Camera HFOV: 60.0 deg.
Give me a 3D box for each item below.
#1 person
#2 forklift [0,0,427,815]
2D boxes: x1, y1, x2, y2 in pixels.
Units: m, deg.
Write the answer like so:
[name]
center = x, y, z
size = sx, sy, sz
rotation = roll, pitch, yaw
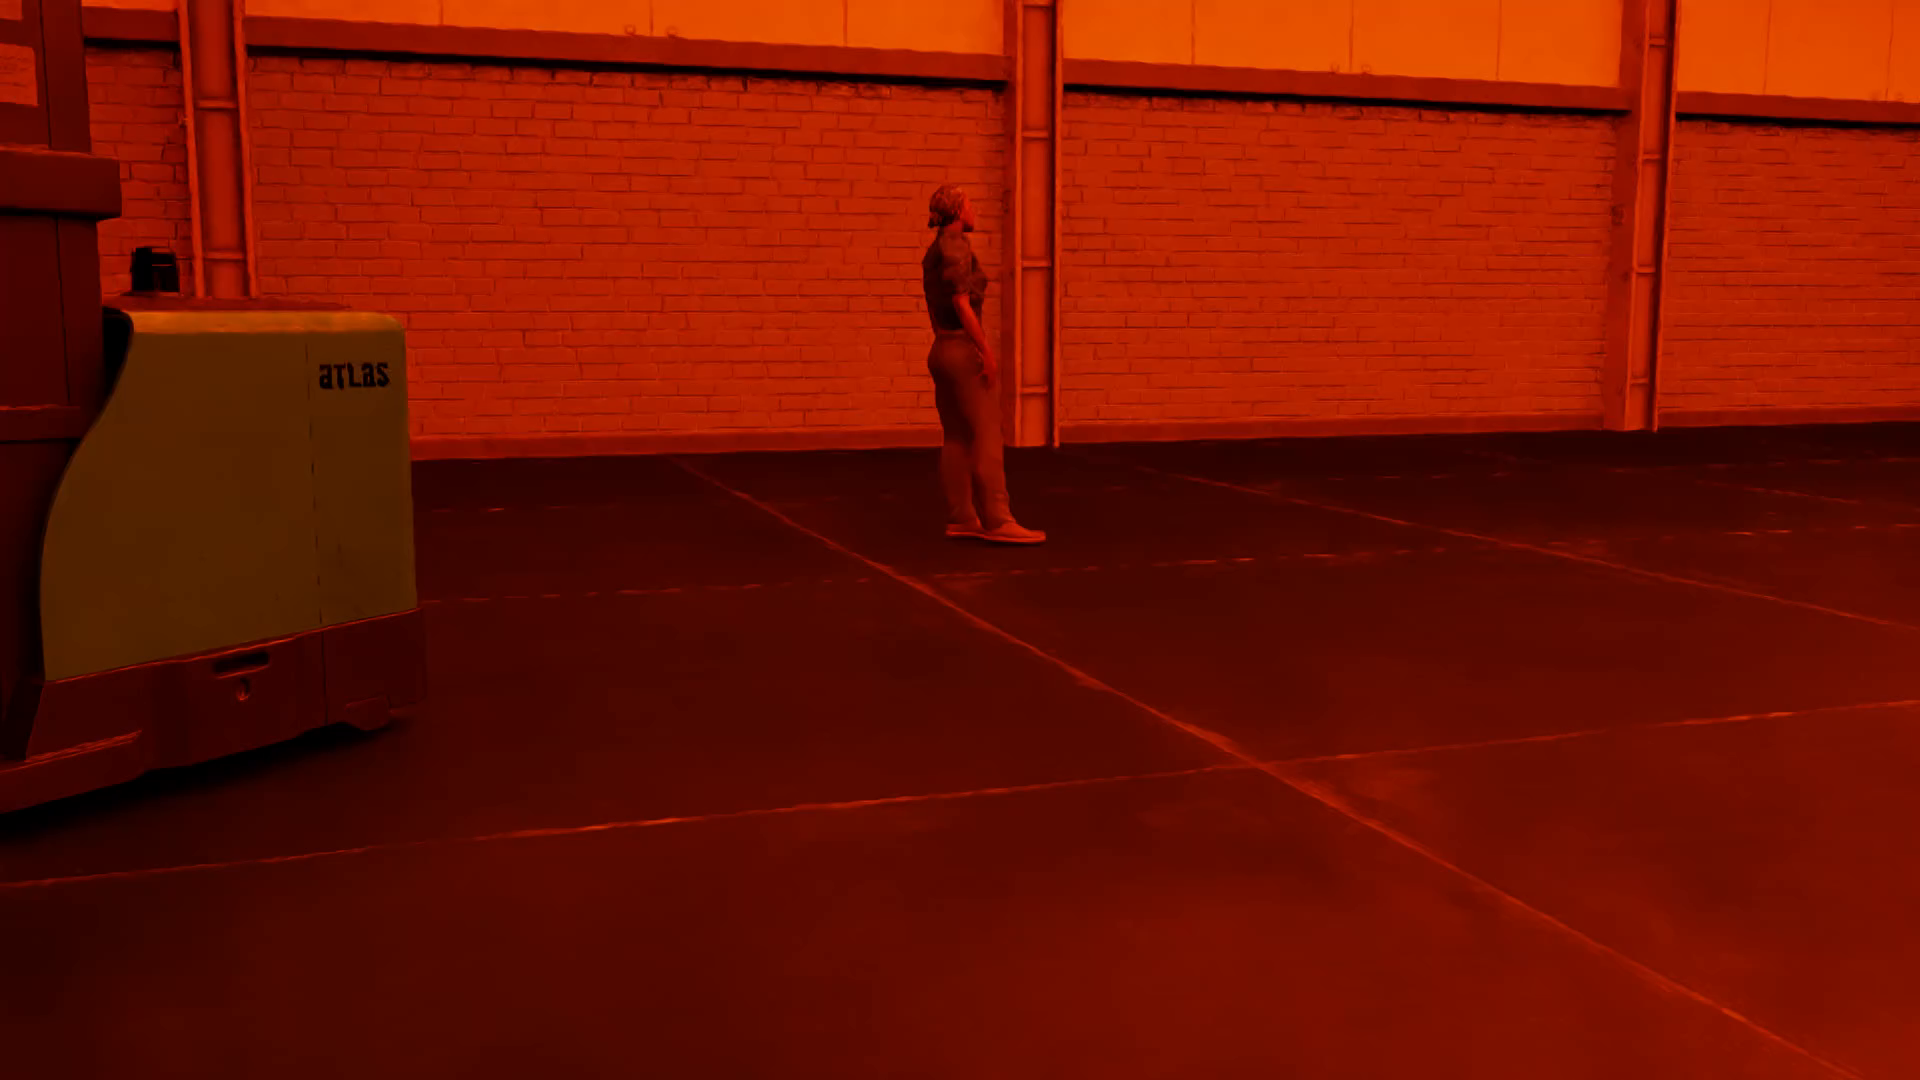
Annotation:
[person]
center = 0.089, -0.822, 7.822
size = 0.503, 1.642, 0.570
rotation = -3, 8, -18
[forklift]
center = -2.564, -0.830, 3.150
size = 1.130, 2.935, 3.031
rotation = 4, 9, 29
